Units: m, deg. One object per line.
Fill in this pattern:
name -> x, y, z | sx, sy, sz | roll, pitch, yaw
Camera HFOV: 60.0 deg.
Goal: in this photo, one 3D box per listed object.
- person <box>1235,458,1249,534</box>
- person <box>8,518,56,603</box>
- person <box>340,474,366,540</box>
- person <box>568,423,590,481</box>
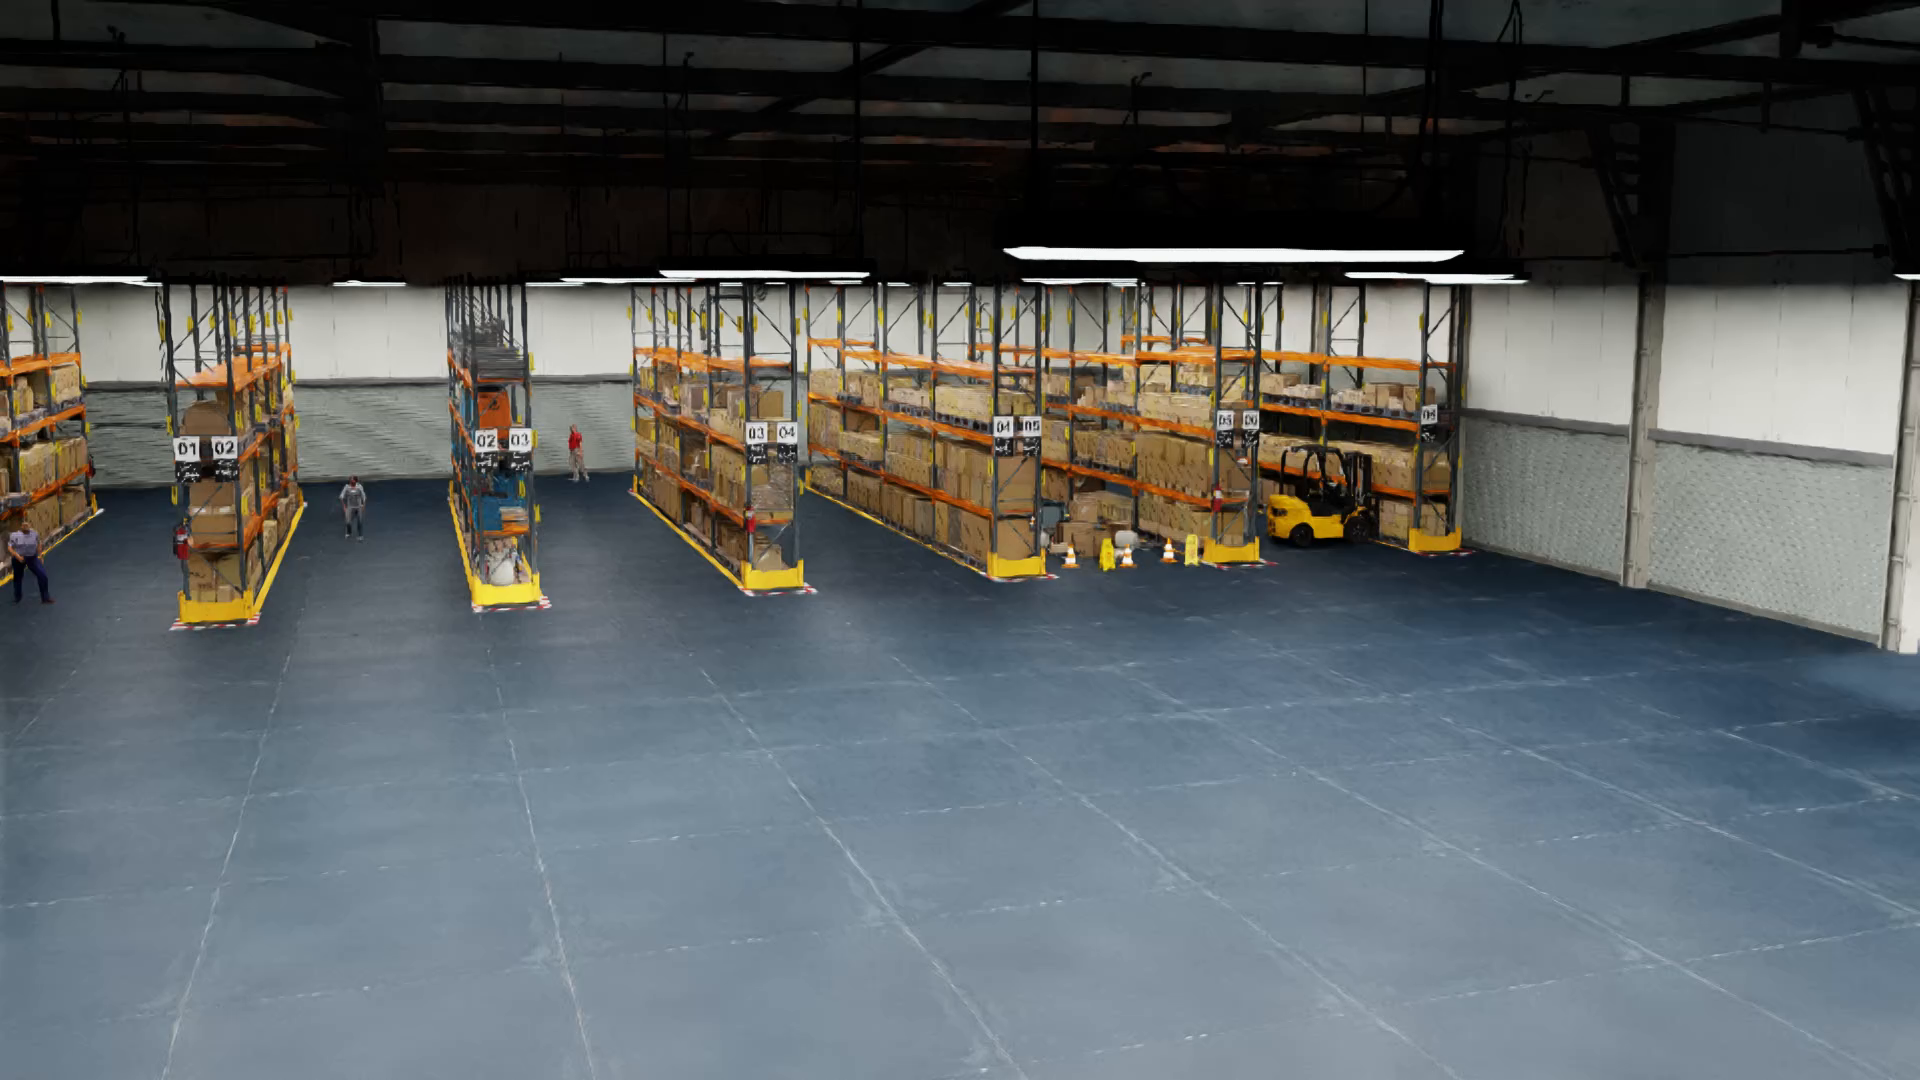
person -> 6.563, -1.047, 39.046 | 0.503, 1.764, 0.624 | 2, 9, 11
person -> -17.021, 0.368, 30.374 | 0.660, 1.586, 0.785 | -7, 11, -39
person -> -13.849, -0.697, 37.992 | 0.566, 1.434, 0.519 | -3, 9, -21
person -> -11.471, -2.648, 49.939 | 0.651, 1.716, 0.552 | 8, 12, 44
